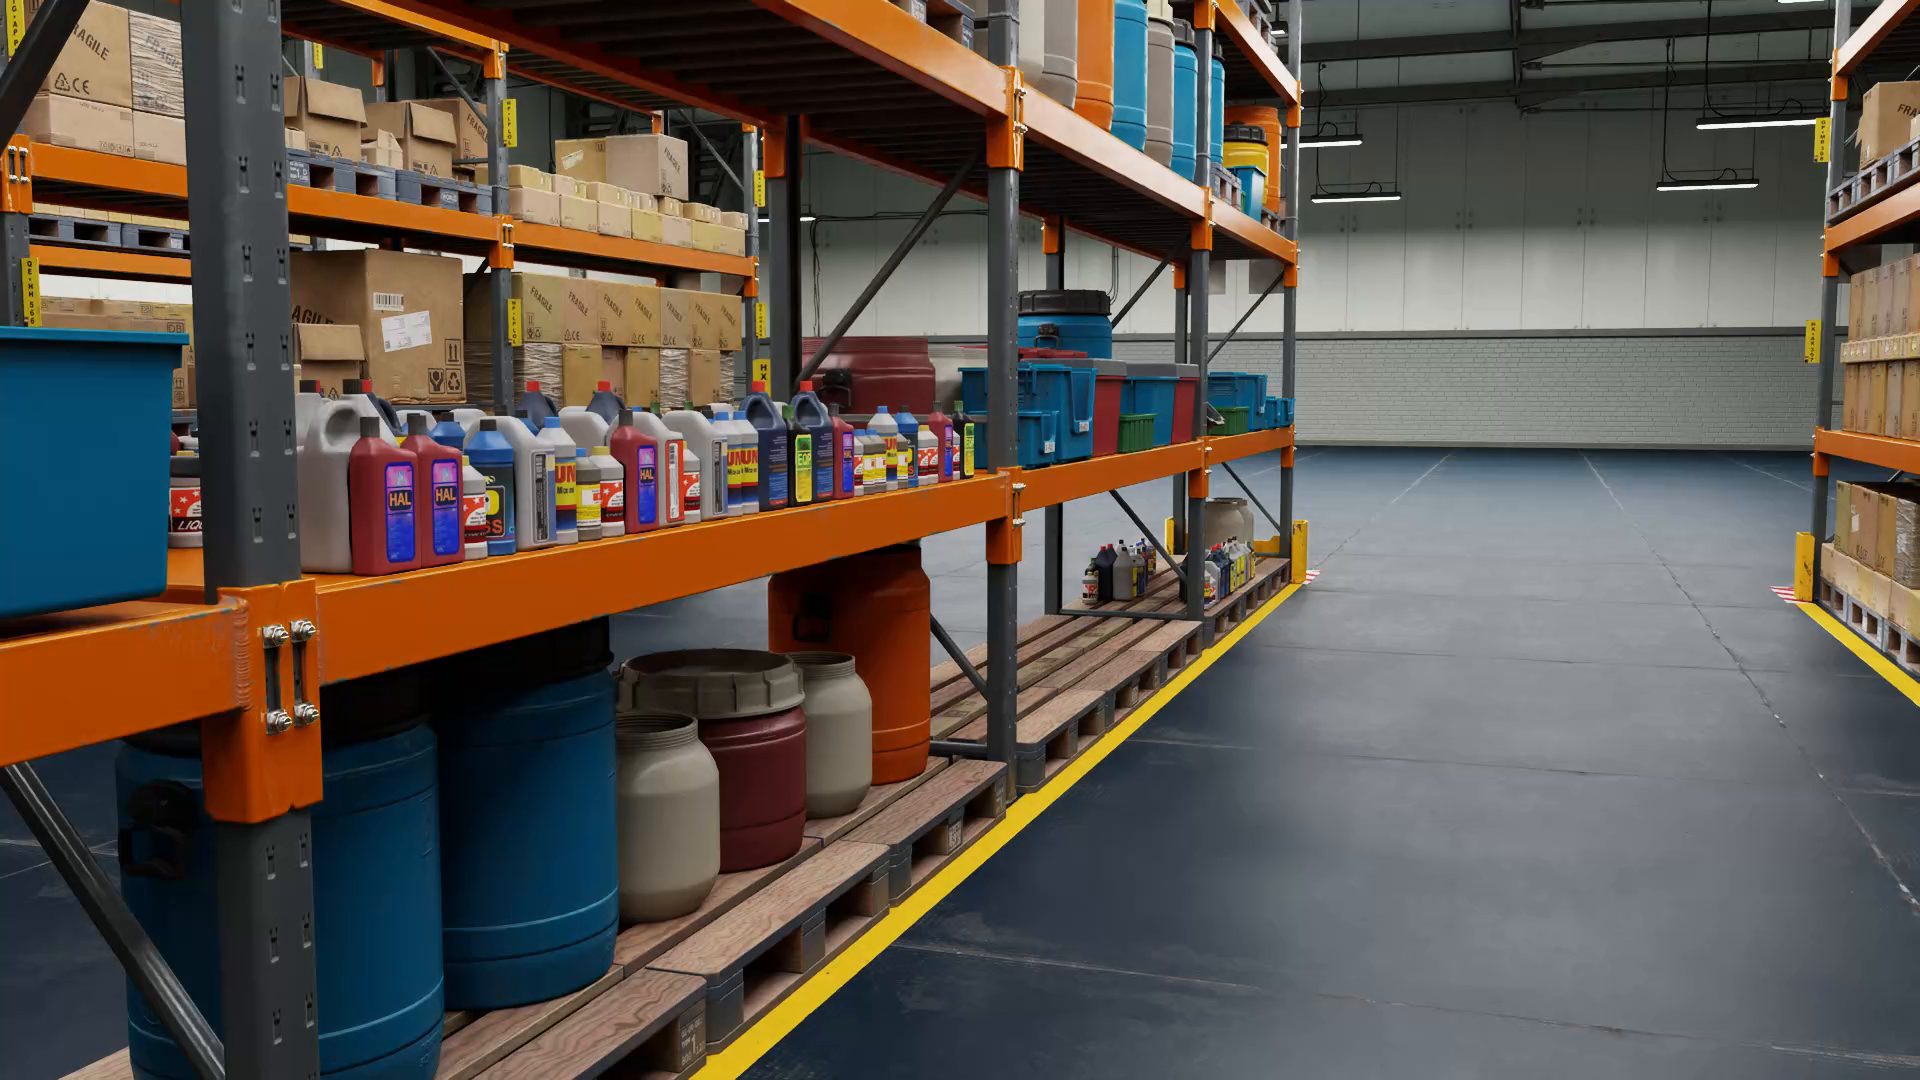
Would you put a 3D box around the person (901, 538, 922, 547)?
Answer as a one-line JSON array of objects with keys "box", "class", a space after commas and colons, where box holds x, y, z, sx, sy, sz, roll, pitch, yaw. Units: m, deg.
[{"box": [-0.426, -0.236, 11.038, 0.543, 1.687, 0.532, -5, 7, -41], "class": "person"}]
